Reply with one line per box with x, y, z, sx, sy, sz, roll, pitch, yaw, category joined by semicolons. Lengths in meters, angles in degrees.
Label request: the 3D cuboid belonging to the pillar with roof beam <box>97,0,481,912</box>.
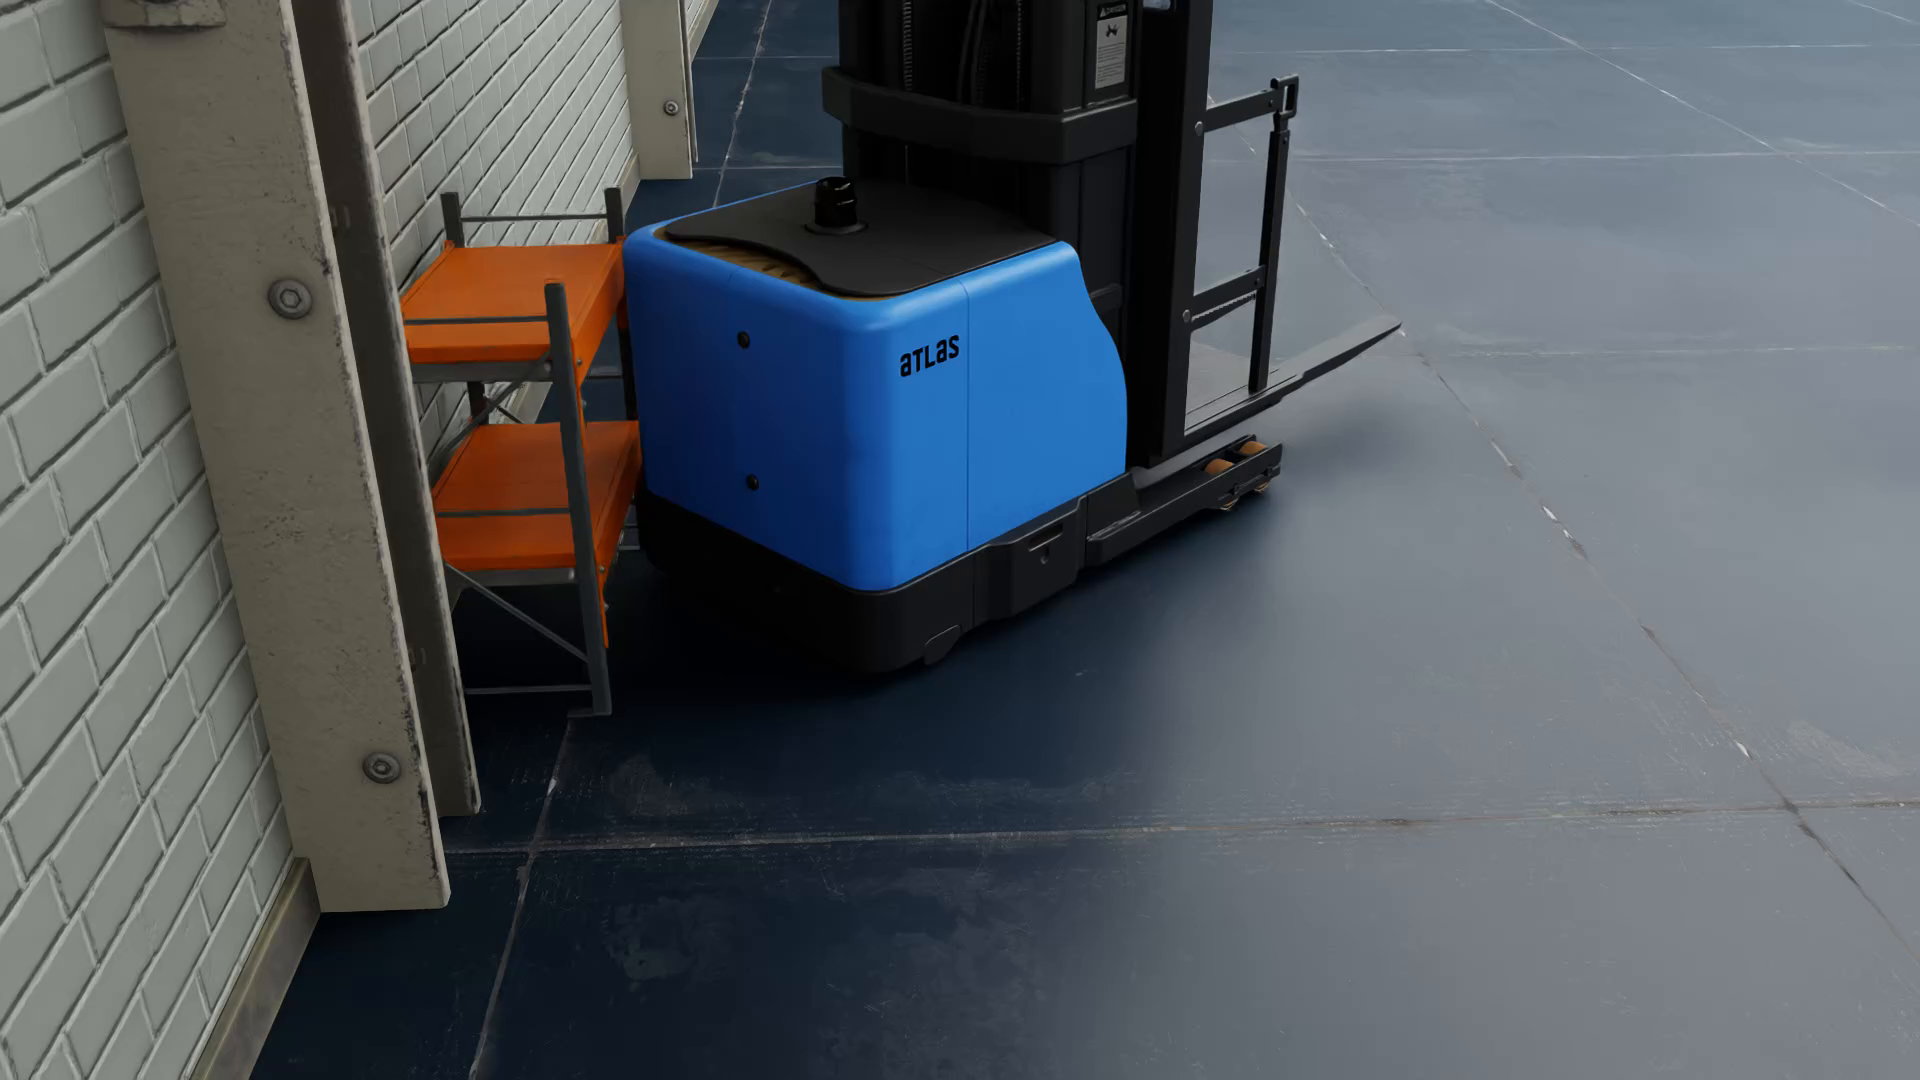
2.994;-3.366;1.974;9.100;9.000;0.400;-1;28;-3;pillar with roof beam

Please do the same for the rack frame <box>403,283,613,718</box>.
-1.148;-0.062;4.016;0.500;1.125;0.032;-2;24;-3;rack frame

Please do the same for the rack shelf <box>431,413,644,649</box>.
-1.176;-0.047;4.579;0.538;0.278;1.000;-2;24;-3;rack shelf

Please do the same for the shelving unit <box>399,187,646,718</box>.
-1.179;-0.270;4.479;0.538;1.125;1.048;-2;24;-3;shelving unit

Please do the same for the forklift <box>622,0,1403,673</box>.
0.427;-1.540;5.032;1.130;2.935;3.031;23;35;37;forklift

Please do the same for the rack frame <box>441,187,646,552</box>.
-1.209;-0.477;4.942;0.500;1.125;0.032;-2;24;-3;rack frame

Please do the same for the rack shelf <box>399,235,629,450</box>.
-1.182;-0.537;4.359;0.538;0.278;1.000;-2;24;-3;rack shelf

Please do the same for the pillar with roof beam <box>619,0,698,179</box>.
2.681;-6.137;7.286;9.100;9.000;0.400;-1;28;-3;pillar with roof beam
